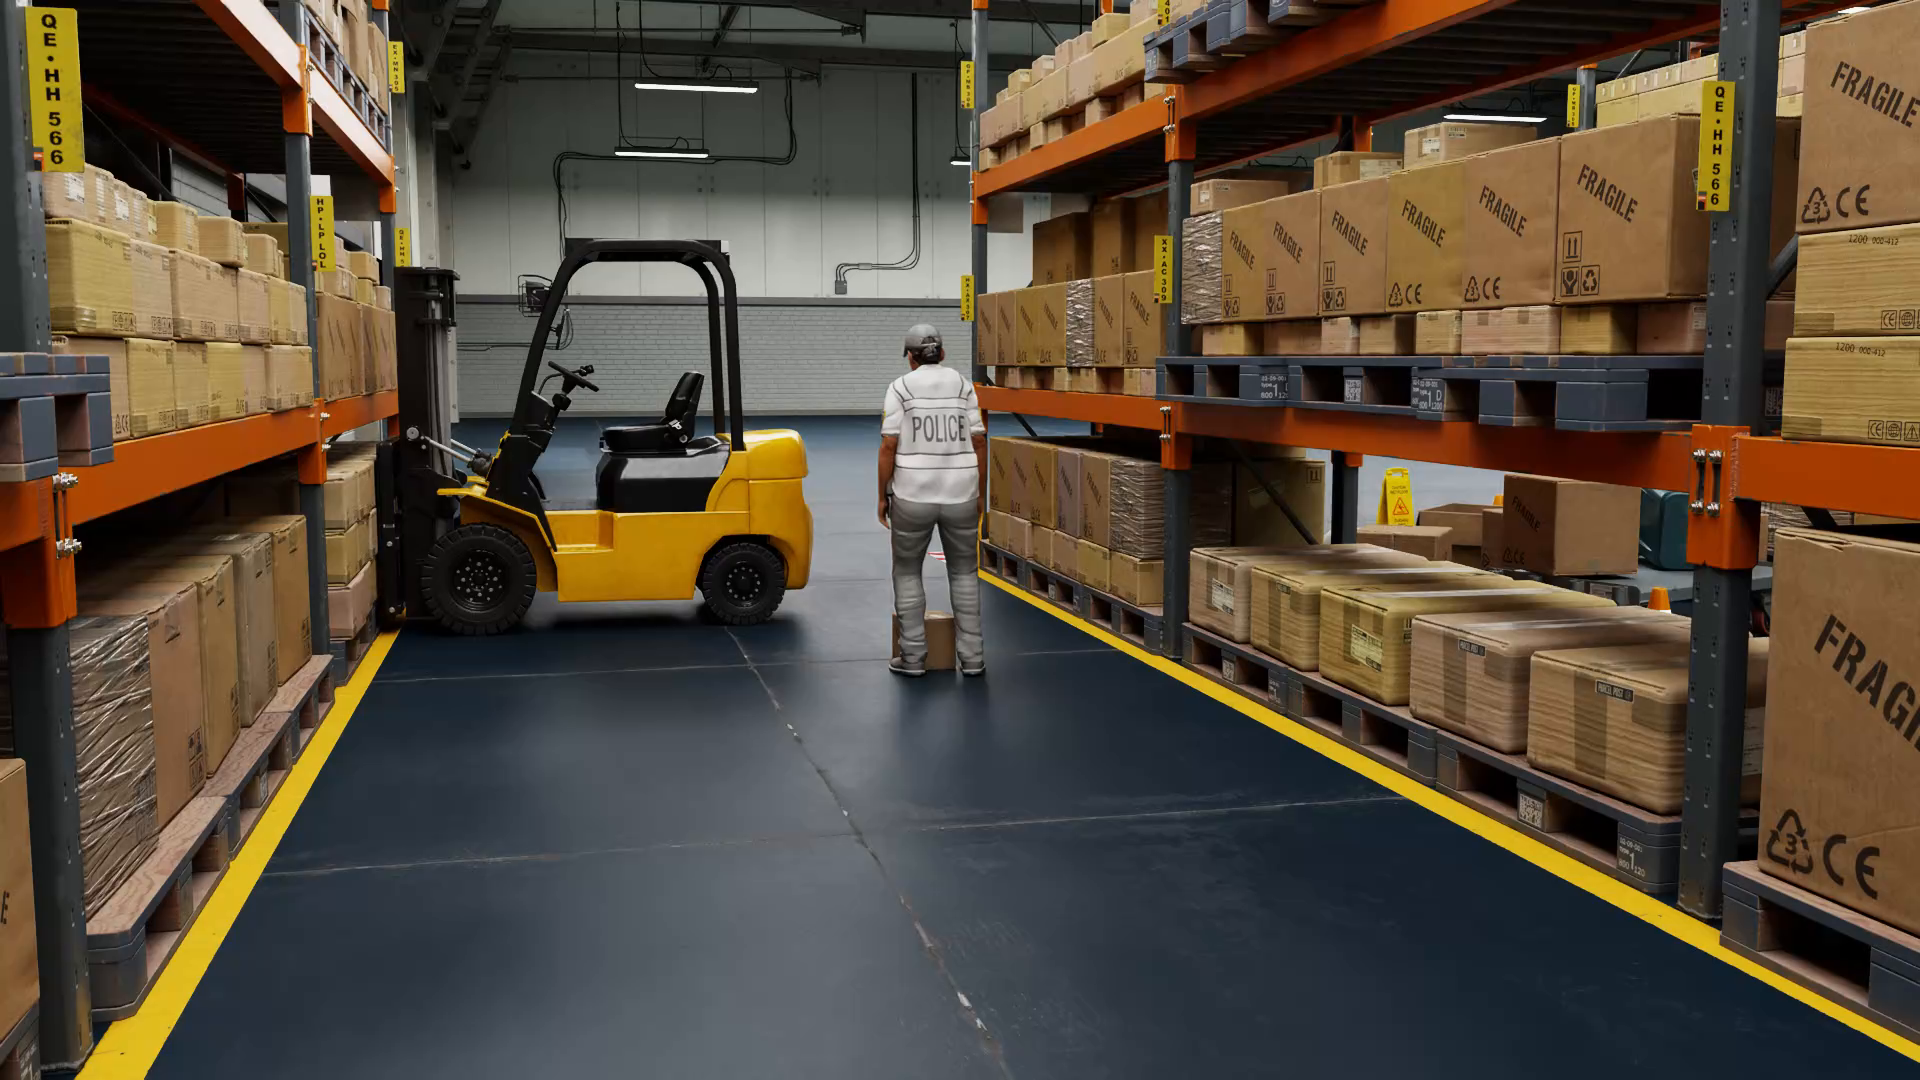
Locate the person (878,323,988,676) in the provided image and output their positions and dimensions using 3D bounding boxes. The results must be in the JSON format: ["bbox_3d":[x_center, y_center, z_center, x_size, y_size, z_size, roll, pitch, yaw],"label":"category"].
[{"bbox_3d":[-0.126,-0.187,7.869,0.547,1.666,0.473,-2,6,-14],"label":"person"}]
